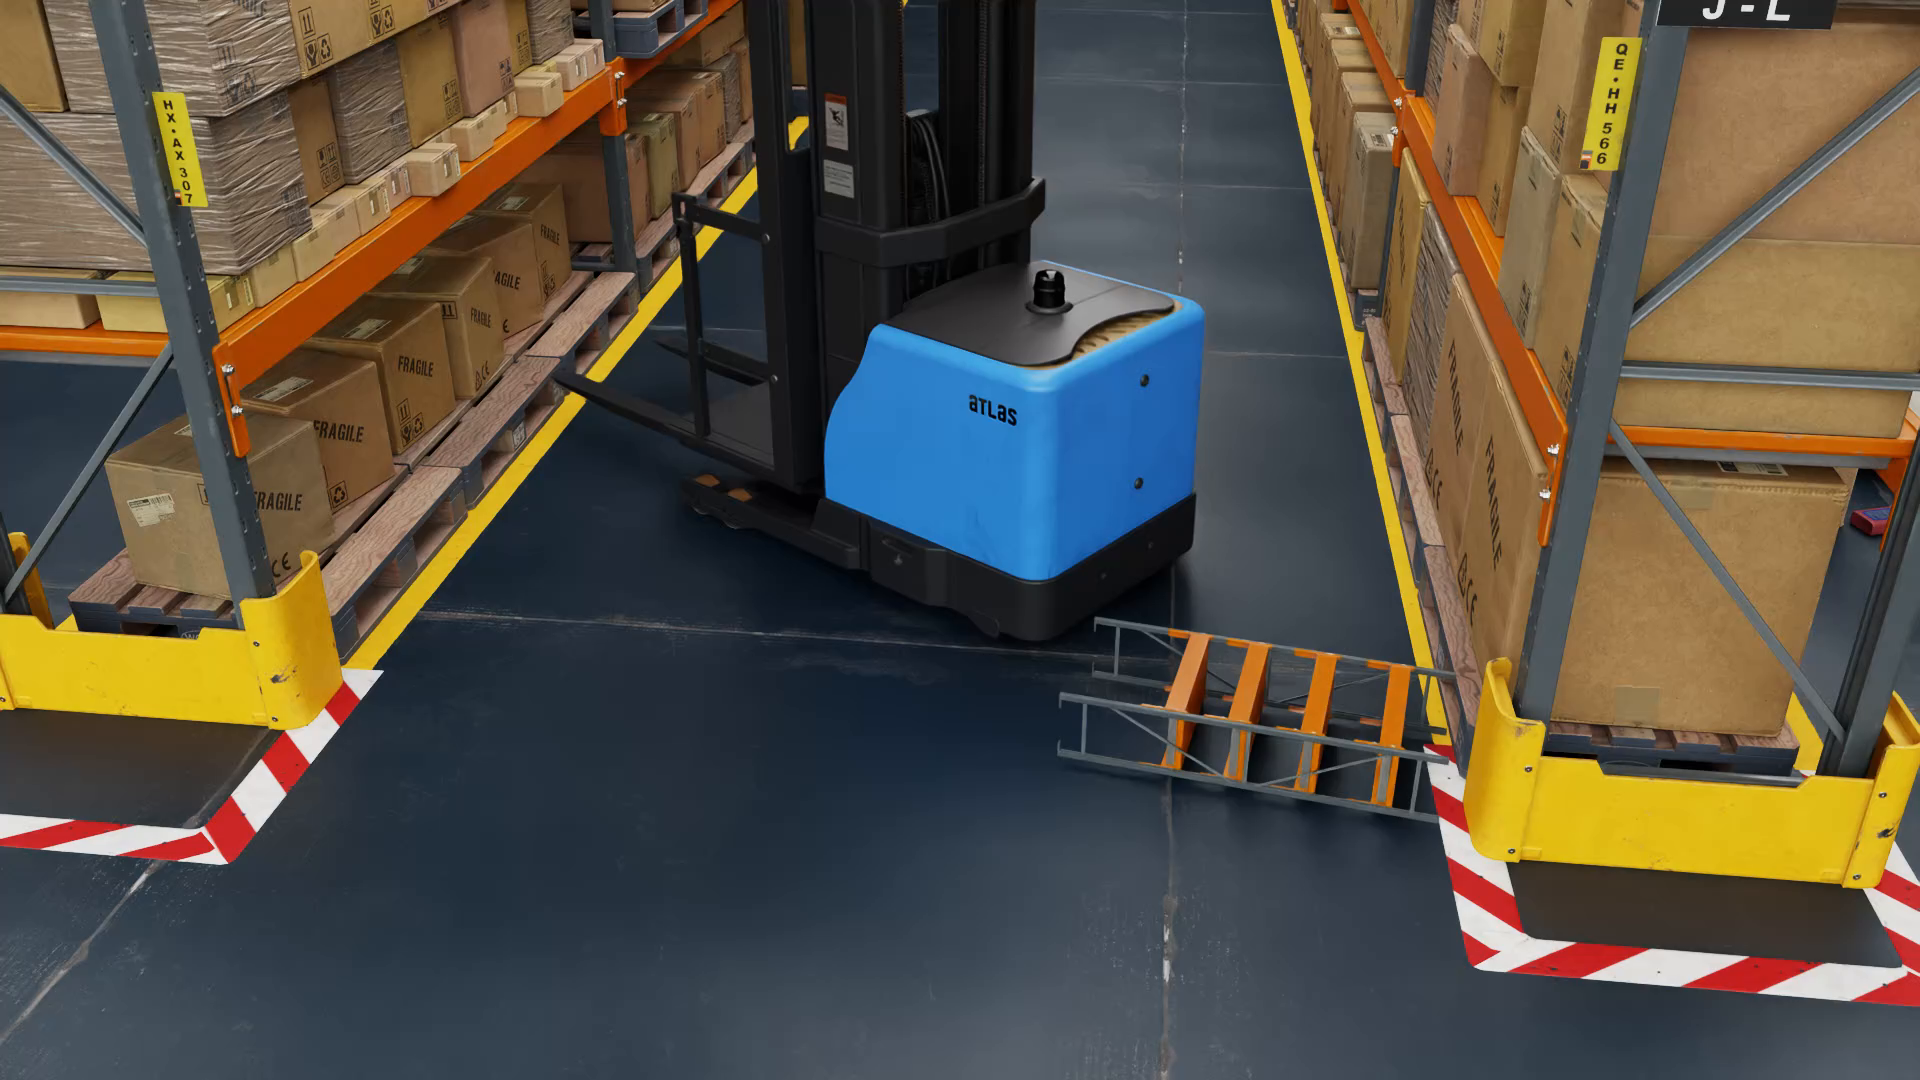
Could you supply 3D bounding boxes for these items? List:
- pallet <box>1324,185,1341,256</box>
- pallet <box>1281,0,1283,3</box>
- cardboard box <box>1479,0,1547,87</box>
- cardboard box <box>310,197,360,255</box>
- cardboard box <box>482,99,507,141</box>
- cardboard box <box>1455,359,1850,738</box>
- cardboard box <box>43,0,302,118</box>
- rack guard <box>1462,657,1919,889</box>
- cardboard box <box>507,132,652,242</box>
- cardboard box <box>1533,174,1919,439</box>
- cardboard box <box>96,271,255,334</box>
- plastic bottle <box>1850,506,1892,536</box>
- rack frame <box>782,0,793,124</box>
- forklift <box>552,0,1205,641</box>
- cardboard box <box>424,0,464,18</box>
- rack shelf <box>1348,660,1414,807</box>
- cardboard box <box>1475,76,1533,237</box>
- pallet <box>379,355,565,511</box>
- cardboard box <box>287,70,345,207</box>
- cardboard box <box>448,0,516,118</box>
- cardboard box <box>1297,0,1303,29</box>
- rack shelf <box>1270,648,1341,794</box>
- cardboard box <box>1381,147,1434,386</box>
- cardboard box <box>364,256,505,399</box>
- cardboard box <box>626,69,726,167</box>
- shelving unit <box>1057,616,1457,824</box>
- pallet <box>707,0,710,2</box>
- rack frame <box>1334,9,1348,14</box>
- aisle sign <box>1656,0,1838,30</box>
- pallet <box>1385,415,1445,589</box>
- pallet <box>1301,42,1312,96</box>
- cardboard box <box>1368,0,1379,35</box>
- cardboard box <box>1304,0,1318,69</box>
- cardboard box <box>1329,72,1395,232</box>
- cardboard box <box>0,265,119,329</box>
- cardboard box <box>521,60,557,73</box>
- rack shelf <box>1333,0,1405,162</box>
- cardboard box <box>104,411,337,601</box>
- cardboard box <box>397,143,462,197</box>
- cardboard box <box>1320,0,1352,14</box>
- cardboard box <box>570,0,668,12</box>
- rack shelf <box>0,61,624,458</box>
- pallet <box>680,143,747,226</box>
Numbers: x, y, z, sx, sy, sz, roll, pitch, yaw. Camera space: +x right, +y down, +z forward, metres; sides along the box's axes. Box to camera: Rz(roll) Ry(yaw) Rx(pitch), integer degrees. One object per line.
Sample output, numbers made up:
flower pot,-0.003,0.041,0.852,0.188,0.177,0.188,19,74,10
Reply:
pallet,2.806,-2.023,10.283,1.003,0.211,1.213,3,28,6
pallet,3.814,-5.739,17.181,1.003,0.211,1.213,3,28,6
cardboard box,2.348,-1.915,5.846,0.875,0.550,0.500,3,28,6
cardboard box,-2.384,-1.122,5.935,0.380,0.149,0.250,3,28,6
cardboard box,-2.208,-1.829,7.247,0.380,0.149,0.250,3,28,6
cardboard box,2.167,0.003,5.379,0.875,0.875,0.875,4,29,6
cardboard box,-2.423,-1.618,5.118,0.500,0.500,0.500,3,28,6
rack guard,2.146,0.687,4.947,1.175,0.500,0.348,3,28,6
cardboard box,-2.174,-2.024,9.516,0.700,0.500,0.500,1,28,2
cardboard box,2.150,-0.668,4.669,0.875,0.550,0.550,3,28,6
cardboard box,-2.489,-0.770,5.281,0.380,0.149,0.250,3,28,6
plastic bottle,3.831,-0.083,6.840,0.283,0.061,0.133,-6,29,-11
rack frame,-1.781,-4.526,11.988,1.000,3.000,0.127,3,28,6
forklift,-0.526,-1.502,6.449,3.031,2.935,1.130,22,35,35
cardboard box,-2.240,-2.324,6.429,0.500,0.500,0.500,3,28,6
rack shelf,1.339,0.620,5.290,0.148,0.258,0.480,8,29,15
cardboard box,2.413,-1.436,6.095,0.875,0.550,0.500,3,28,6
pallet,-2.465,-0.521,7.495,1.003,0.211,1.213,3,28,6
cardboard box,-2.724,-1.435,5.831,0.875,0.500,0.500,3,28,6
cardboard box,-2.445,-2.135,7.132,0.875,0.500,0.500,3,28,6
cardboard box,3.266,-4.825,14.736,0.500,0.500,0.500,4,29,8
rack shelf,1.113,0.587,5.351,0.148,0.258,0.480,8,29,15
cardboard box,2.493,-1.265,7.732,0.875,0.875,0.875,4,29,7
cardboard box,-2.420,-0.975,7.589,0.500,0.500,0.500,1,28,2
cardboard box,-1.961,-2.773,10.907,0.700,0.500,0.500,6,29,10
shelving unit,0.963,0.565,5.392,1.200,0.258,0.503,8,29,15
pallet,-1.983,-3.507,10.300,1.003,0.211,1.213,3,28,6
rack frame,3.129,-4.190,11.365,1.000,3.000,0.127,3,28,6
aisle sign,1.843,-1.553,3.729,0.394,0.787,0.004,3,28,6
pallet,2.322,-0.150,6.806,1.003,0.211,1.213,3,28,6
pallet,3.379,-3.903,13.772,1.003,0.211,1.213,3,28,6
cardboard box,2.562,-3.088,9.214,0.500,0.500,0.500,4,29,7
cardboard box,3.067,-4.093,13.378,0.500,0.500,0.500,2,28,4
cardboard box,2.748,-2.253,9.698,1.050,0.750,0.750,3,28,6
cardboard box,-2.931,-0.796,5.329,0.380,0.149,0.250,3,28,6
cardboard box,-2.136,-2.183,7.904,0.380,0.149,0.250,3,28,6
rack shelf,2.884,-2.932,9.788,1.077,0.370,4.000,3,28,6
cardboard box,-2.668,-0.138,6.035,0.500,0.500,0.500,9,30,16
cardboard box,-2.209,-1.470,6.581,0.380,0.149,0.250,3,28,6
cardboard box,2.953,-3.942,12.306,0.500,0.250,0.500,3,28,5
cardboard box,-2.035,-3.458,8.930,1.000,1.000,1.000,4,29,7
rack shelf,-2.516,-1.385,6.916,1.077,0.370,4.000,3,28,6
pallet,-2.030,-2.358,10.904,1.003,0.211,1.213,3,28,6
